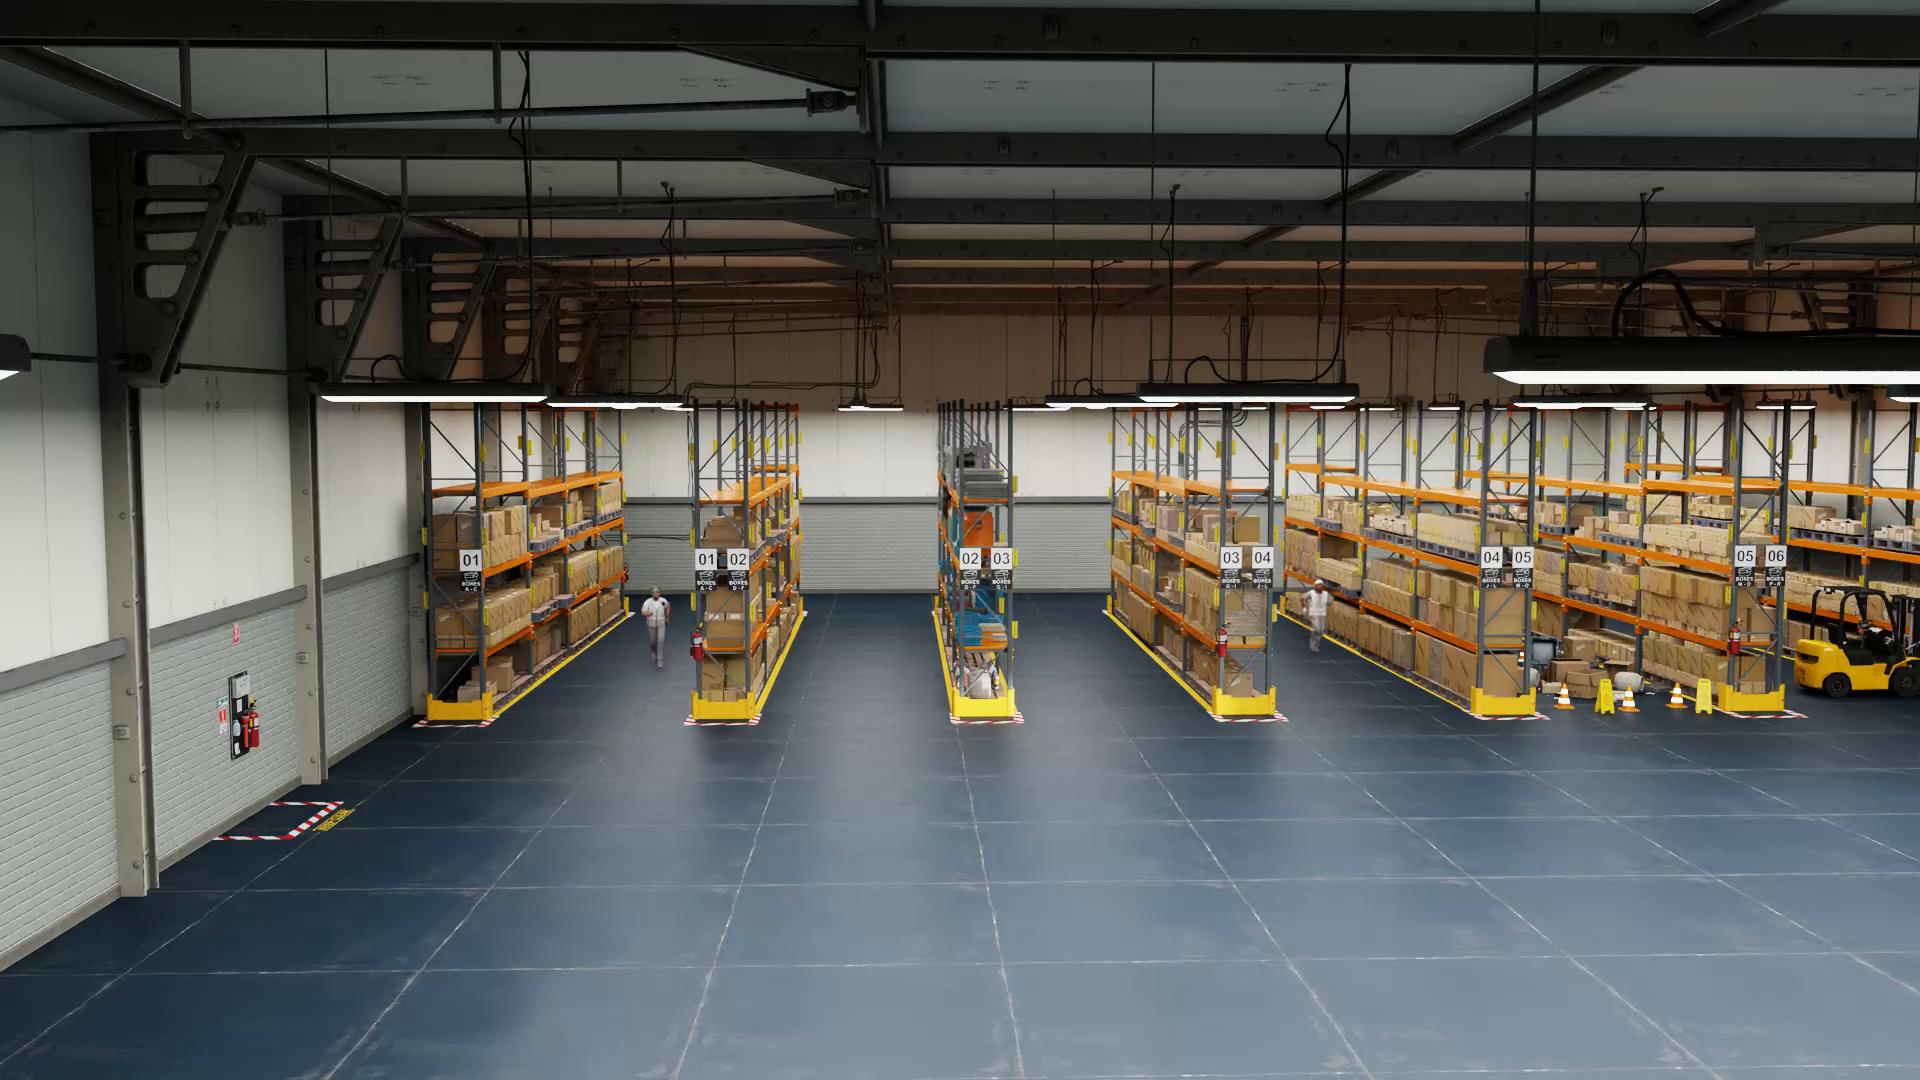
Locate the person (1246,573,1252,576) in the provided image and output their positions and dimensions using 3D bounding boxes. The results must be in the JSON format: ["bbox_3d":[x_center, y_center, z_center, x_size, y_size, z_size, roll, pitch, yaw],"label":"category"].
[{"bbox_3d":[8.057,1.391,46.584,0.630,1.610,0.594,0,4,4],"label":"person"}]

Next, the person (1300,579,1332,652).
[{"bbox_3d":[8.565,1.814,39.751,0.676,1.748,0.659,-1,4,-13],"label":"person"}]

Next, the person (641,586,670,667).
[{"bbox_3d":[-6.922,1.940,37.892,0.659,1.793,0.966,-1,4,-13],"label":"person"}]
